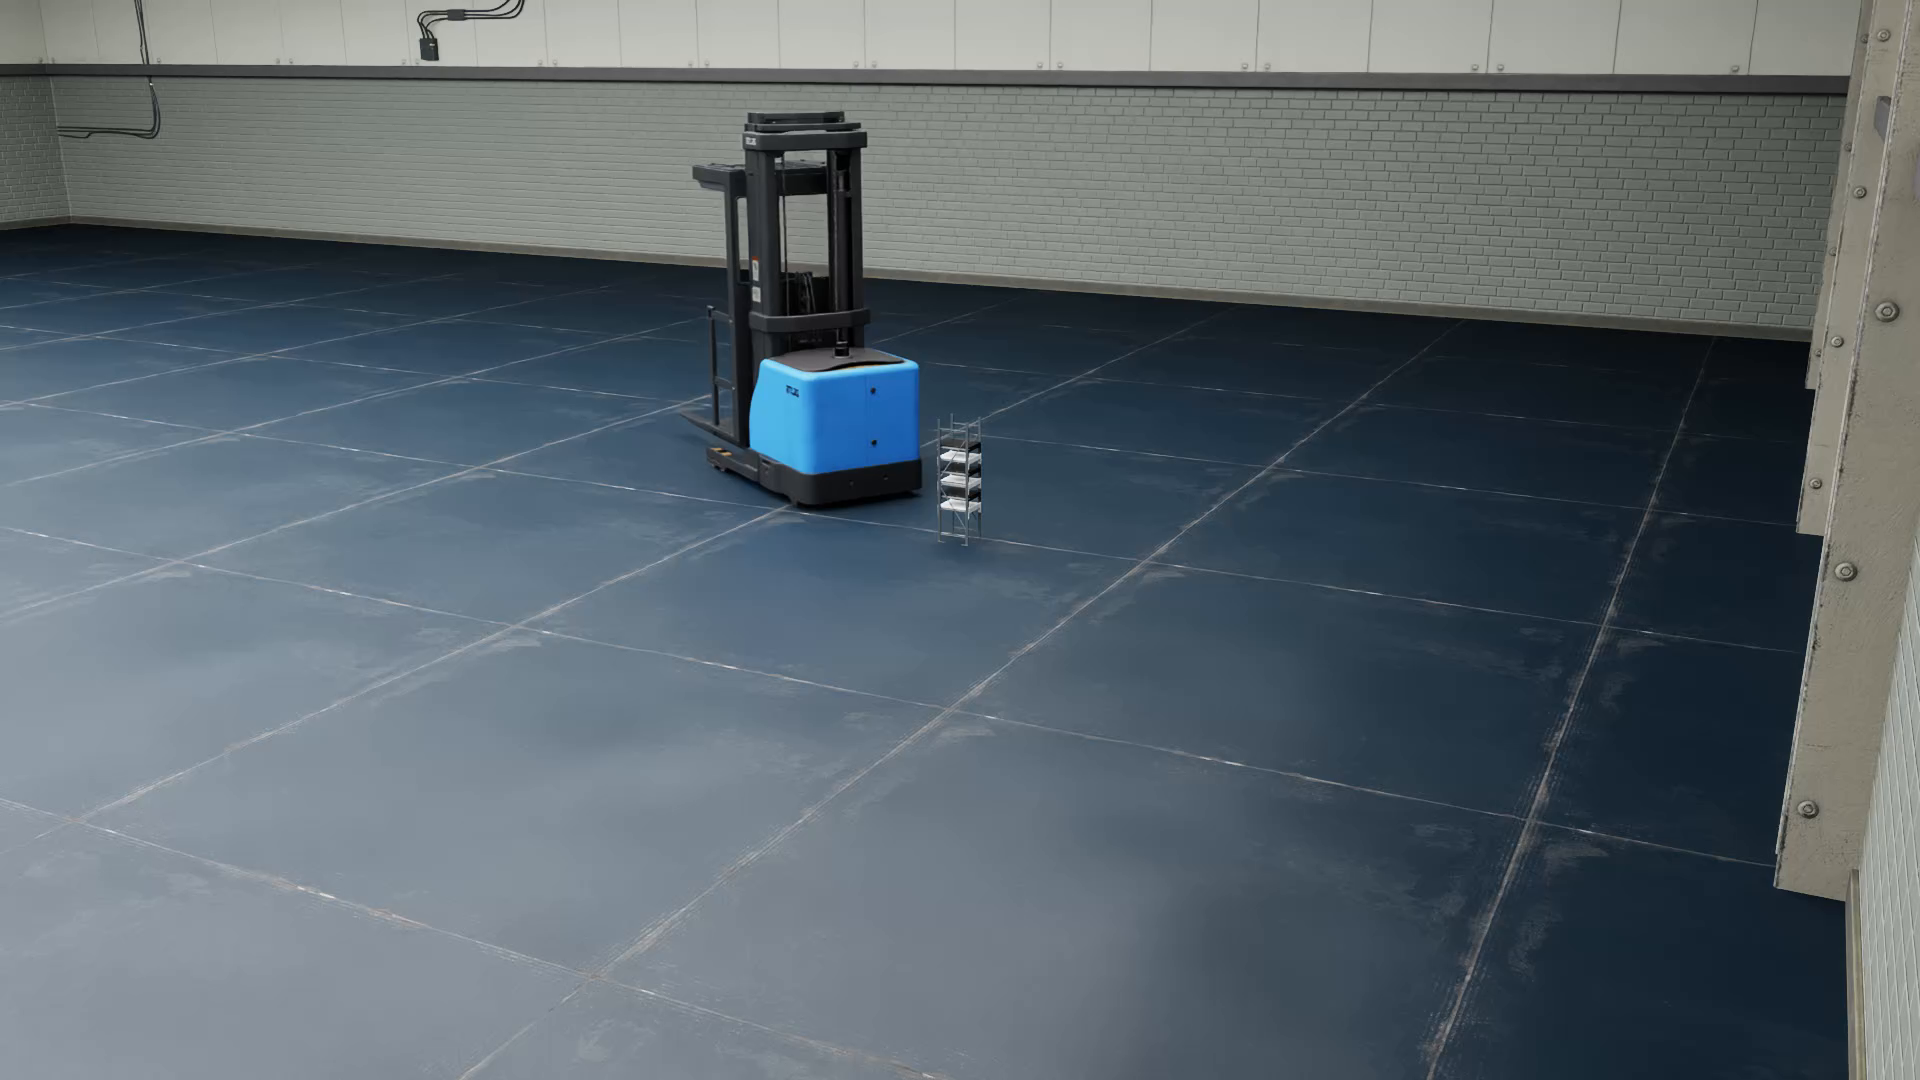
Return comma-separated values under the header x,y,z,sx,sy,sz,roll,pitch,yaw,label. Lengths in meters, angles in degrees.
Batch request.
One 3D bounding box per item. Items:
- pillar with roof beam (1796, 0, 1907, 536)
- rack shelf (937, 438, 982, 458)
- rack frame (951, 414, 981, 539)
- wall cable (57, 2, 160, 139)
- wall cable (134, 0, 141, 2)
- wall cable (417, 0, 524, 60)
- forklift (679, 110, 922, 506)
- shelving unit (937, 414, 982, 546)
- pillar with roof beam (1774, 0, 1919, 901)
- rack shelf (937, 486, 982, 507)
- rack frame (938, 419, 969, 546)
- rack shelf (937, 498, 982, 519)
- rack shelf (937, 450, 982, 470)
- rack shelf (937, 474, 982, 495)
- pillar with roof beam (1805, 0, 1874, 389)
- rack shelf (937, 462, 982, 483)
x,y,z,sx,sy,sz,roll,pitch,yaw,label
2.511,-4.946,12.872,9.100,9.000,0.400,8,18,25,pillar with roof beam
-0.004,-0.656,11.822,0.258,0.077,0.200,8,18,25,rack shelf
0.042,-0.455,11.976,0.240,0.900,0.006,8,18,25,rack frame
-16.638,-9.028,32.068,3.097,2.526,0.112,8,18,25,wall cable
-14.217,-11.105,30.190,3.097,2.526,0.112,8,18,25,wall cable
-8.152,-10.935,27.062,2.305,6.003,0.169,8,18,25,wall cable
-1.496,-2.039,13.740,1.130,2.935,3.031,-10,19,-30,forklift
-0.004,-0.429,11.889,0.258,0.900,0.210,8,18,25,shelving unit
-0.170,-3.418,7.726,9.100,9.000,0.400,8,18,25,pillar with roof beam
-0.004,-0.311,11.924,0.258,0.077,0.200,8,18,25,rack shelf
-0.049,-0.403,11.802,0.240,0.900,0.006,8,18,25,rack frame
-0.004,-0.225,11.950,0.258,0.077,0.200,8,18,25,rack shelf
-0.004,-0.570,11.848,0.258,0.077,0.200,8,18,25,rack shelf
-0.004,-0.397,11.899,0.258,0.077,0.200,8,18,25,rack shelf
5.192,-6.474,18.017,9.100,9.000,0.400,8,18,25,pillar with roof beam
-0.004,-0.484,11.873,0.258,0.077,0.200,8,18,25,rack shelf
